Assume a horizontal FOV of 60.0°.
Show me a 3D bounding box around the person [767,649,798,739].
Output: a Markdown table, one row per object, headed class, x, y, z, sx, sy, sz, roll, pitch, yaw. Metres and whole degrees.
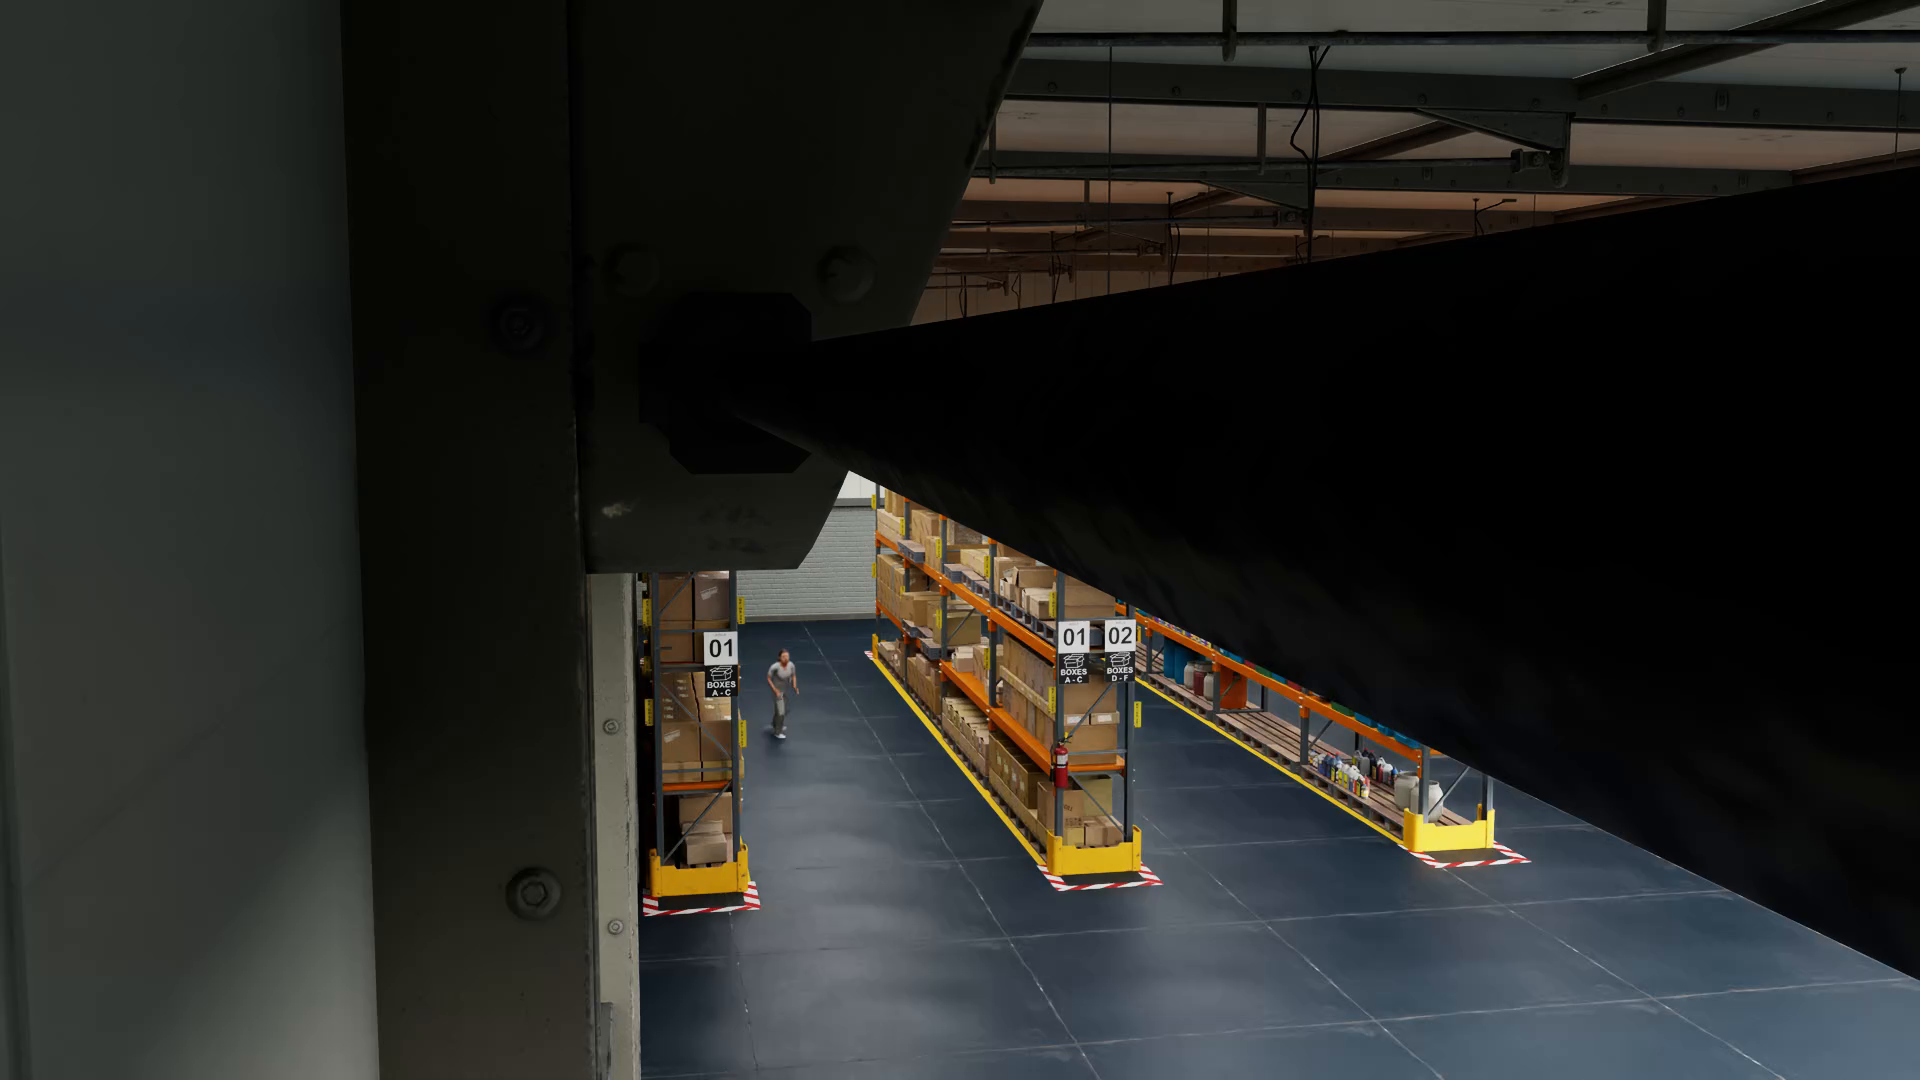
| class | x | y | z | sx | sy | sz | roll | pitch | yaw |
| --- | --- | --- | --- | --- | --- | --- | --- | --- | --- |
| person | -3.102 | 2.614 | 28.604 | 0.603 | 1.584 | 0.799 | -5 | 8 | -42 |
